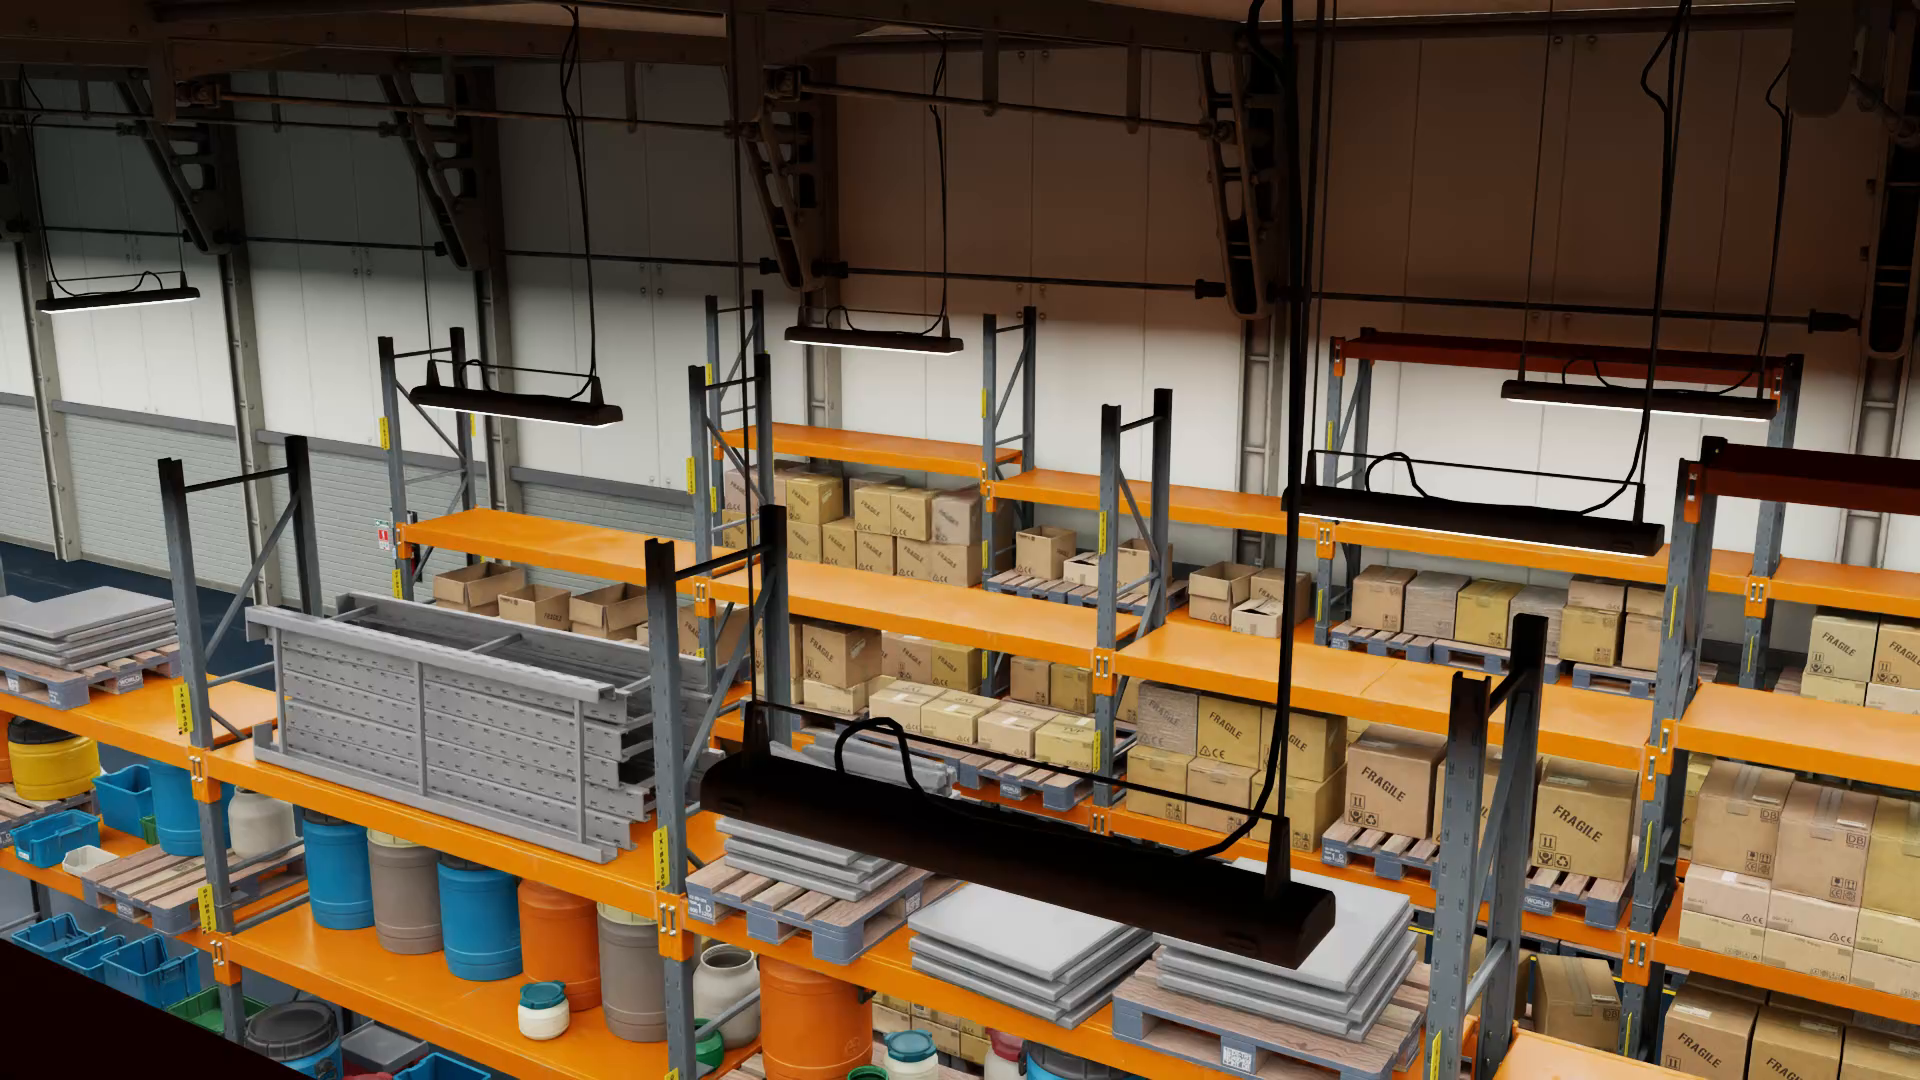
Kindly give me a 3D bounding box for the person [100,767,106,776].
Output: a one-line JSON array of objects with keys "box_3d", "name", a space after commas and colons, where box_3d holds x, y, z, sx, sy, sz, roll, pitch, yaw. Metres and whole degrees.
[{"box_3d": [-9.363, 2.936, 17.883, 0.511, 1.632, 0.870, -2, 14, -10], "name": "person"}]
